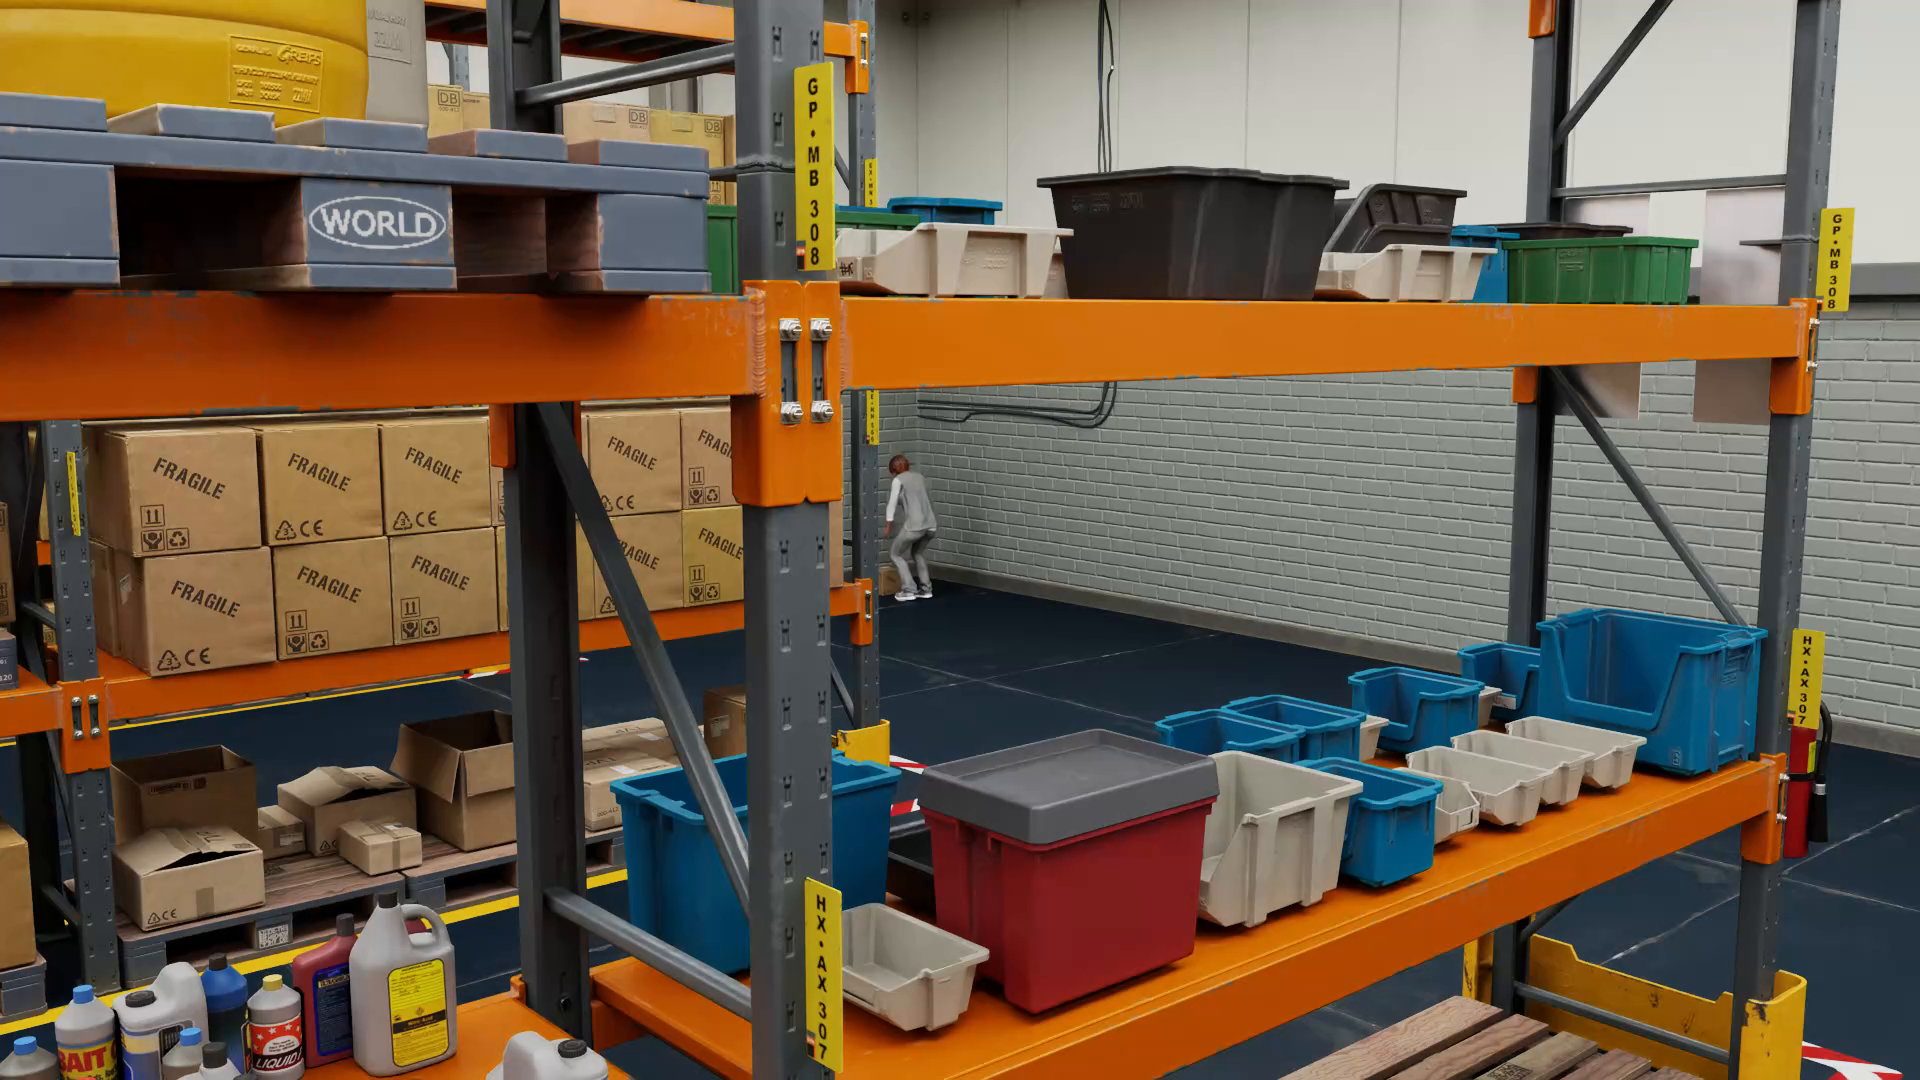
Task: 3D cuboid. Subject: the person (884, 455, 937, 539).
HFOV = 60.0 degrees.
[{"bbox_3d":[-0.500,-0.397,16.368,0.456,0.828,0.546,-7,10,-40],"label":"person"}]
